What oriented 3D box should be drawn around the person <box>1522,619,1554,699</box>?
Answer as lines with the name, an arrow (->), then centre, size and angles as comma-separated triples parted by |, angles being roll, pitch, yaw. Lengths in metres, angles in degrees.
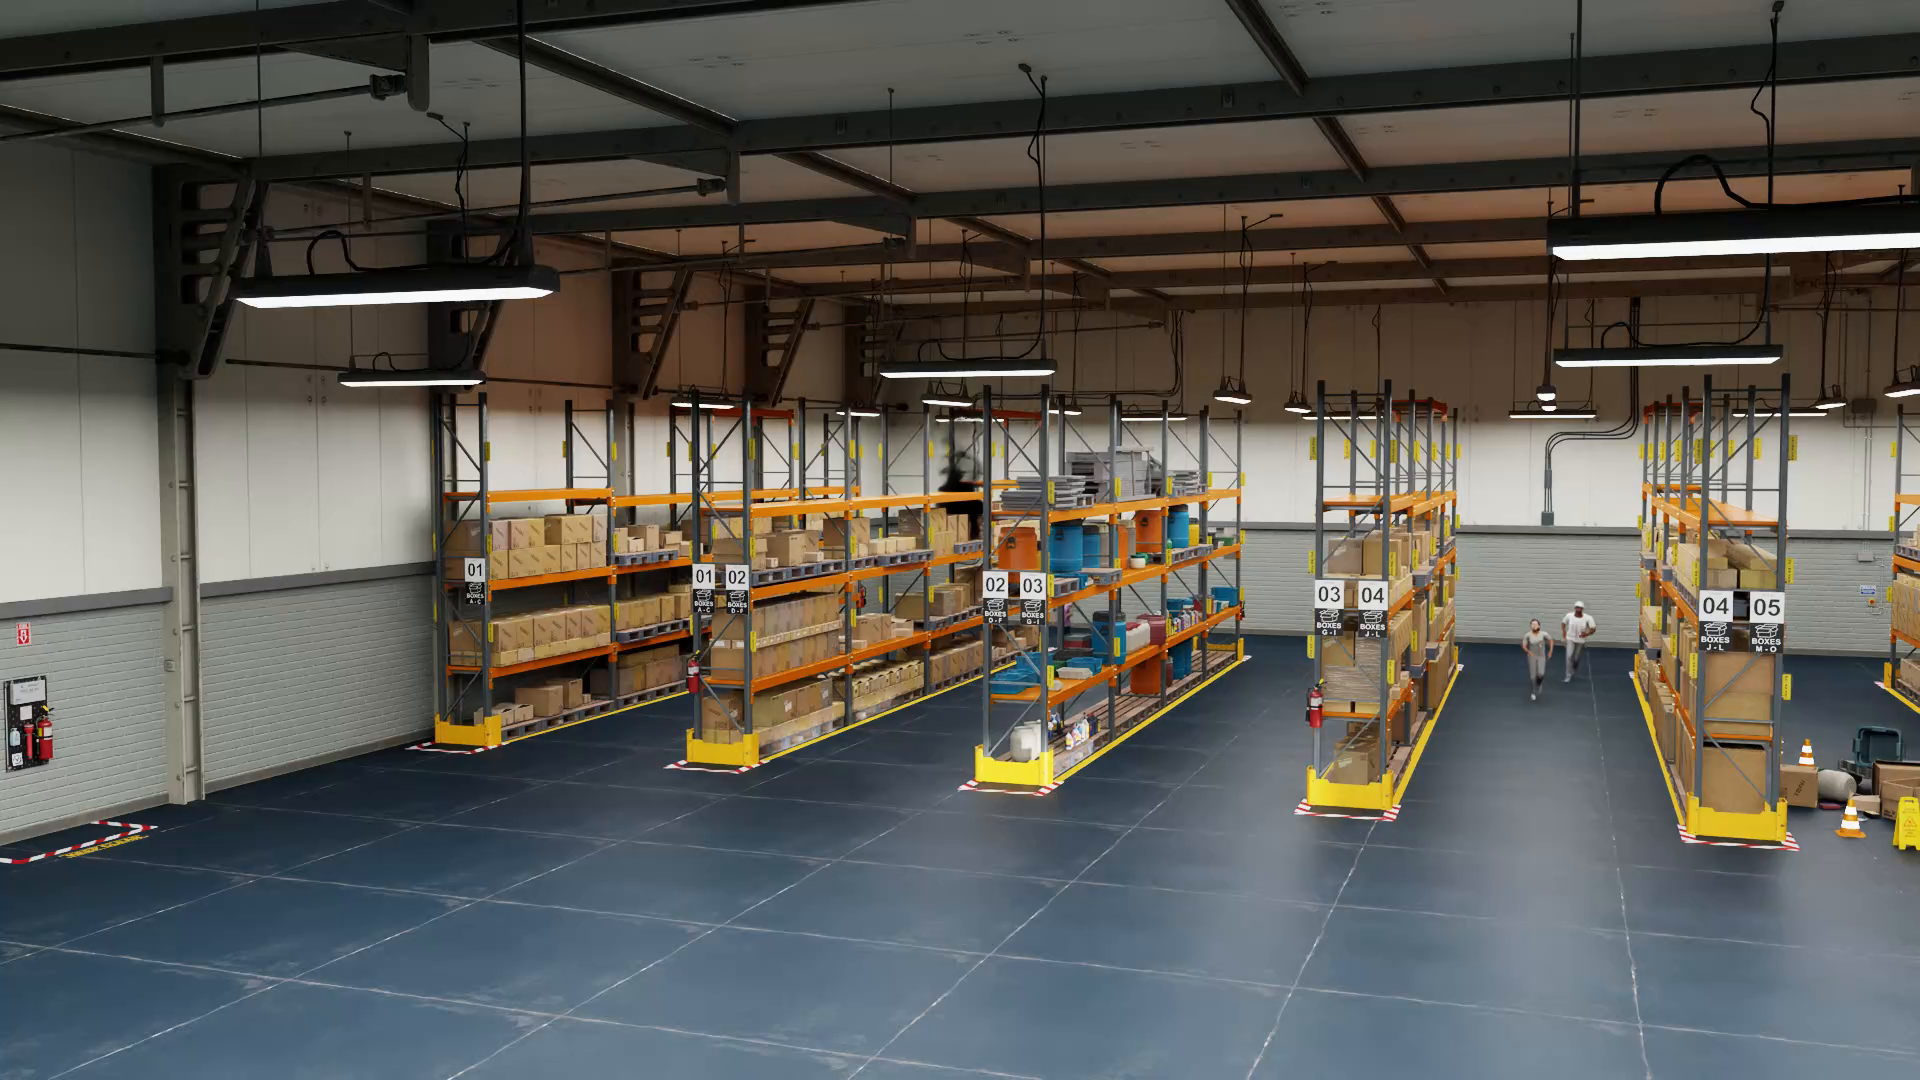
person -> 11.633, 2.408, 33.506 | 0.588, 1.627, 0.686 | 1, 3, 22

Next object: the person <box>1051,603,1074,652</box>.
person -> 2.284, 1.949, 37.107 | 0.503, 1.661, 0.666 | 0, 3, 2

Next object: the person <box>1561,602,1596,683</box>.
person -> 13.504, 2.206, 36.328 | 0.715, 1.749, 0.931 | 1, 3, 23
